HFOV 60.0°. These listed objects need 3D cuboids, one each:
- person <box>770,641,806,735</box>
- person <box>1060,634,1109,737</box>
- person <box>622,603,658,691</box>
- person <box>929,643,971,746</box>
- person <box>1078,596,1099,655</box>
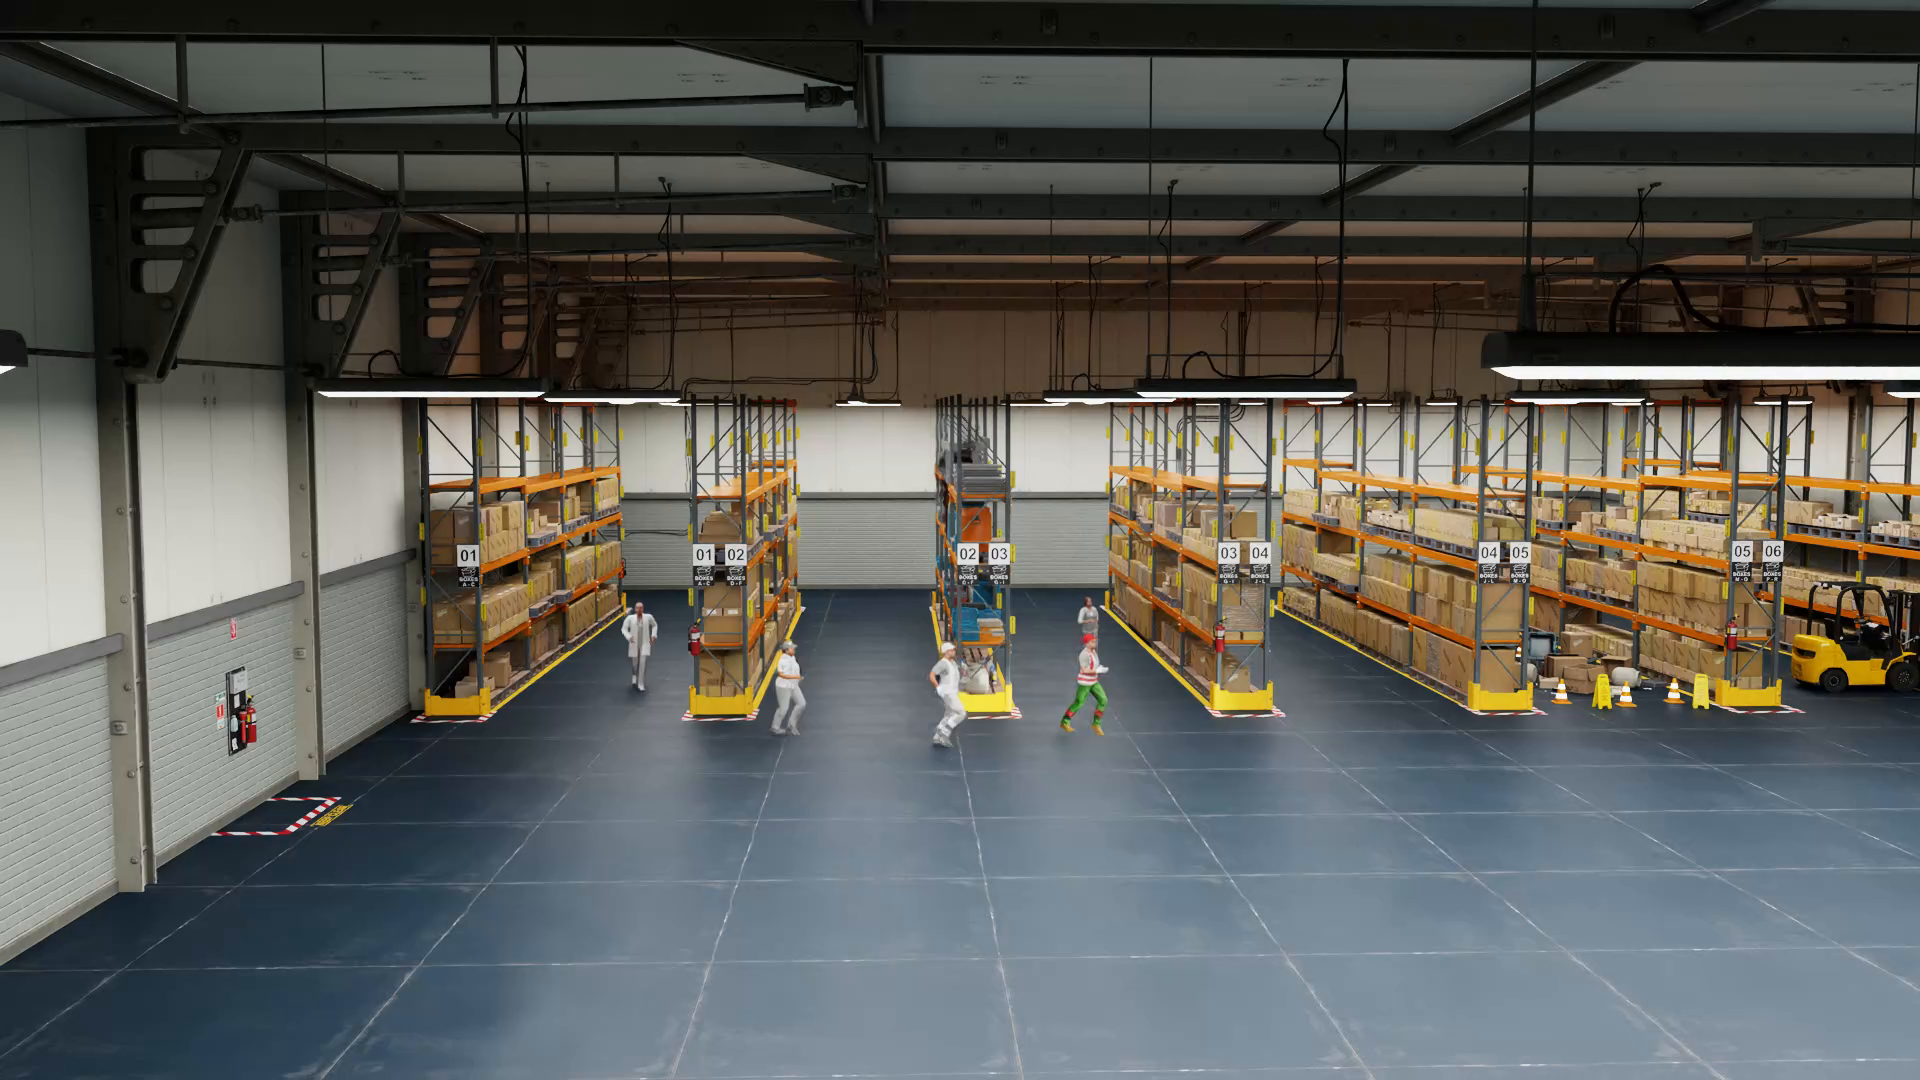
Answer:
[{"bbox_3d":[-3.009,2.620,29.169,0.695,1.698,0.599,2,5,24],"label":"person"},{"bbox_3d":[2.224,2.539,29.151,0.915,1.823,0.672,3,5,32],"label":"person"},{"bbox_3d":[-6.568,2.162,34.156,0.737,1.775,0.836,-1,5,-12],"label":"person"},{"bbox_3d":[-0.143,2.611,28.151,0.659,1.748,0.645,1,5,15],"label":"person"},{"bbox_3d":[2.820,2.048,36.473,0.509,1.638,0.706,-1,5,-9],"label":"person"}]
